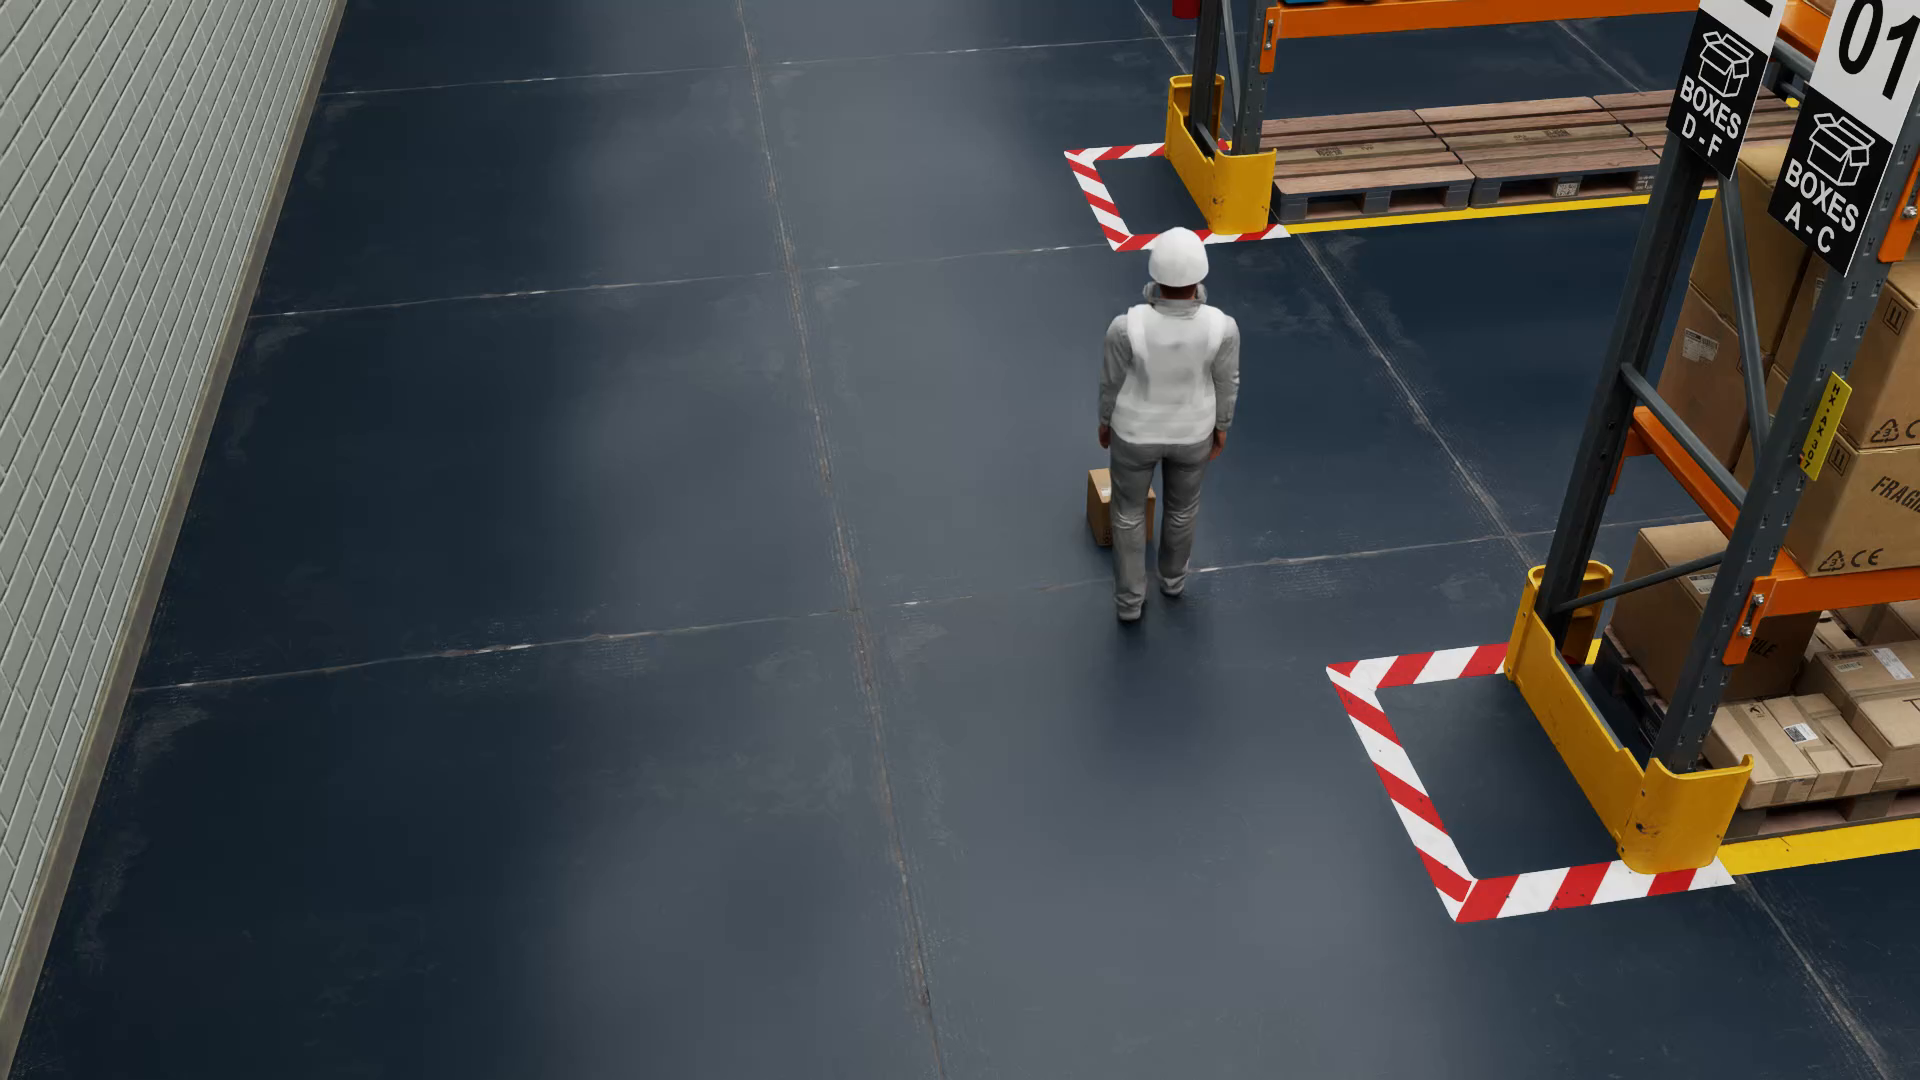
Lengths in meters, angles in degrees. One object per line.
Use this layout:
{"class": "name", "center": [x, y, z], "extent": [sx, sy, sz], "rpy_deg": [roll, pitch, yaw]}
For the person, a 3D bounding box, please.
{"class": "person", "center": [0.819, -0.468, 6.710], "extent": [0.552, 1.778, 0.533], "rpy_deg": [0, 38, 0]}
